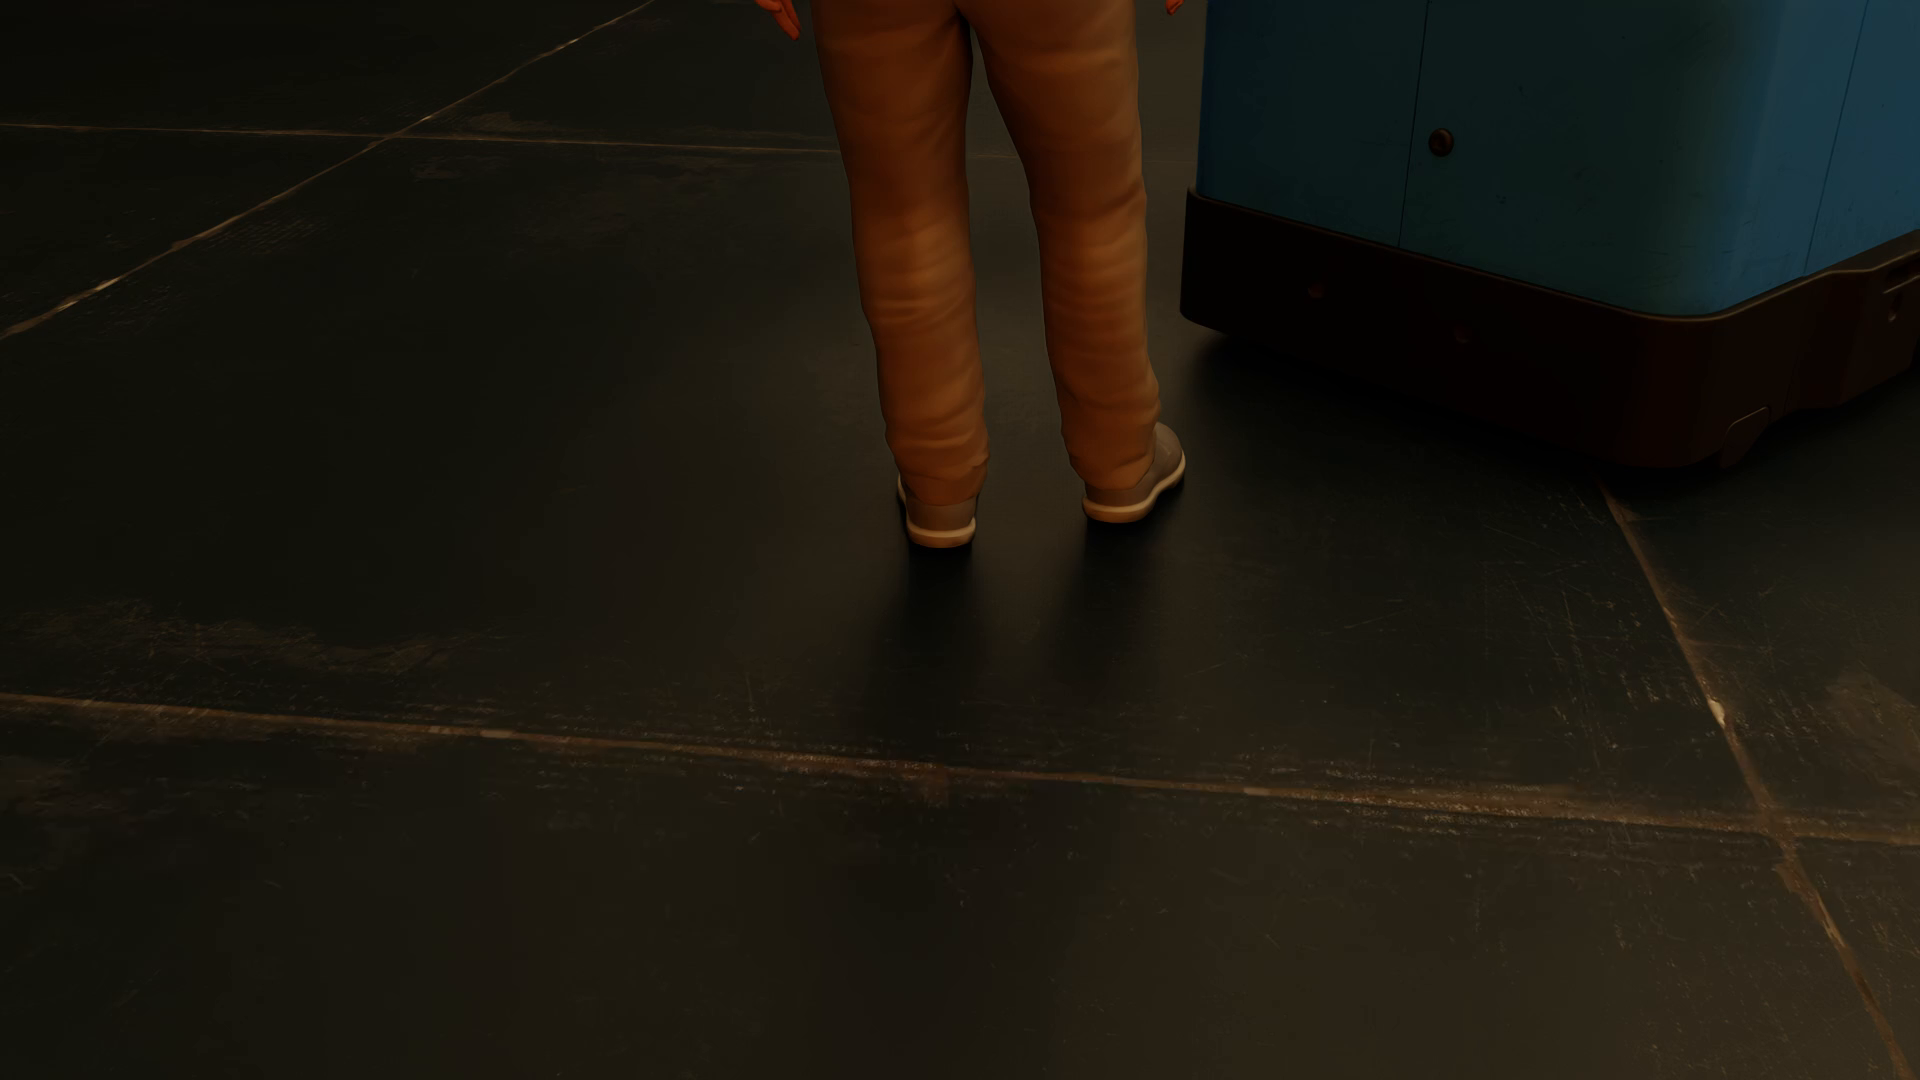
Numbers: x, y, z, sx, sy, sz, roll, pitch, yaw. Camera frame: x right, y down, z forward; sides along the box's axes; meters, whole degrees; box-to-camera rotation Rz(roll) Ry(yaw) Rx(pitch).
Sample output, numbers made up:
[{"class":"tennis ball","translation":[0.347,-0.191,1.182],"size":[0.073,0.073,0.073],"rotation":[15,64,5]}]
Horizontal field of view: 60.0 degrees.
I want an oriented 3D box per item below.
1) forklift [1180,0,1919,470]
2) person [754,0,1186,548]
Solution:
[{"class":"forklift","translation":[1.876,-1.953,3.132],"size":[3.031,2.935,1.130],"rotation":[-21,33,-35]},{"class":"person","translation":[0.023,-0.820,2.189],"size":[0.641,1.728,0.550],"rotation":[3,27,7]}]
